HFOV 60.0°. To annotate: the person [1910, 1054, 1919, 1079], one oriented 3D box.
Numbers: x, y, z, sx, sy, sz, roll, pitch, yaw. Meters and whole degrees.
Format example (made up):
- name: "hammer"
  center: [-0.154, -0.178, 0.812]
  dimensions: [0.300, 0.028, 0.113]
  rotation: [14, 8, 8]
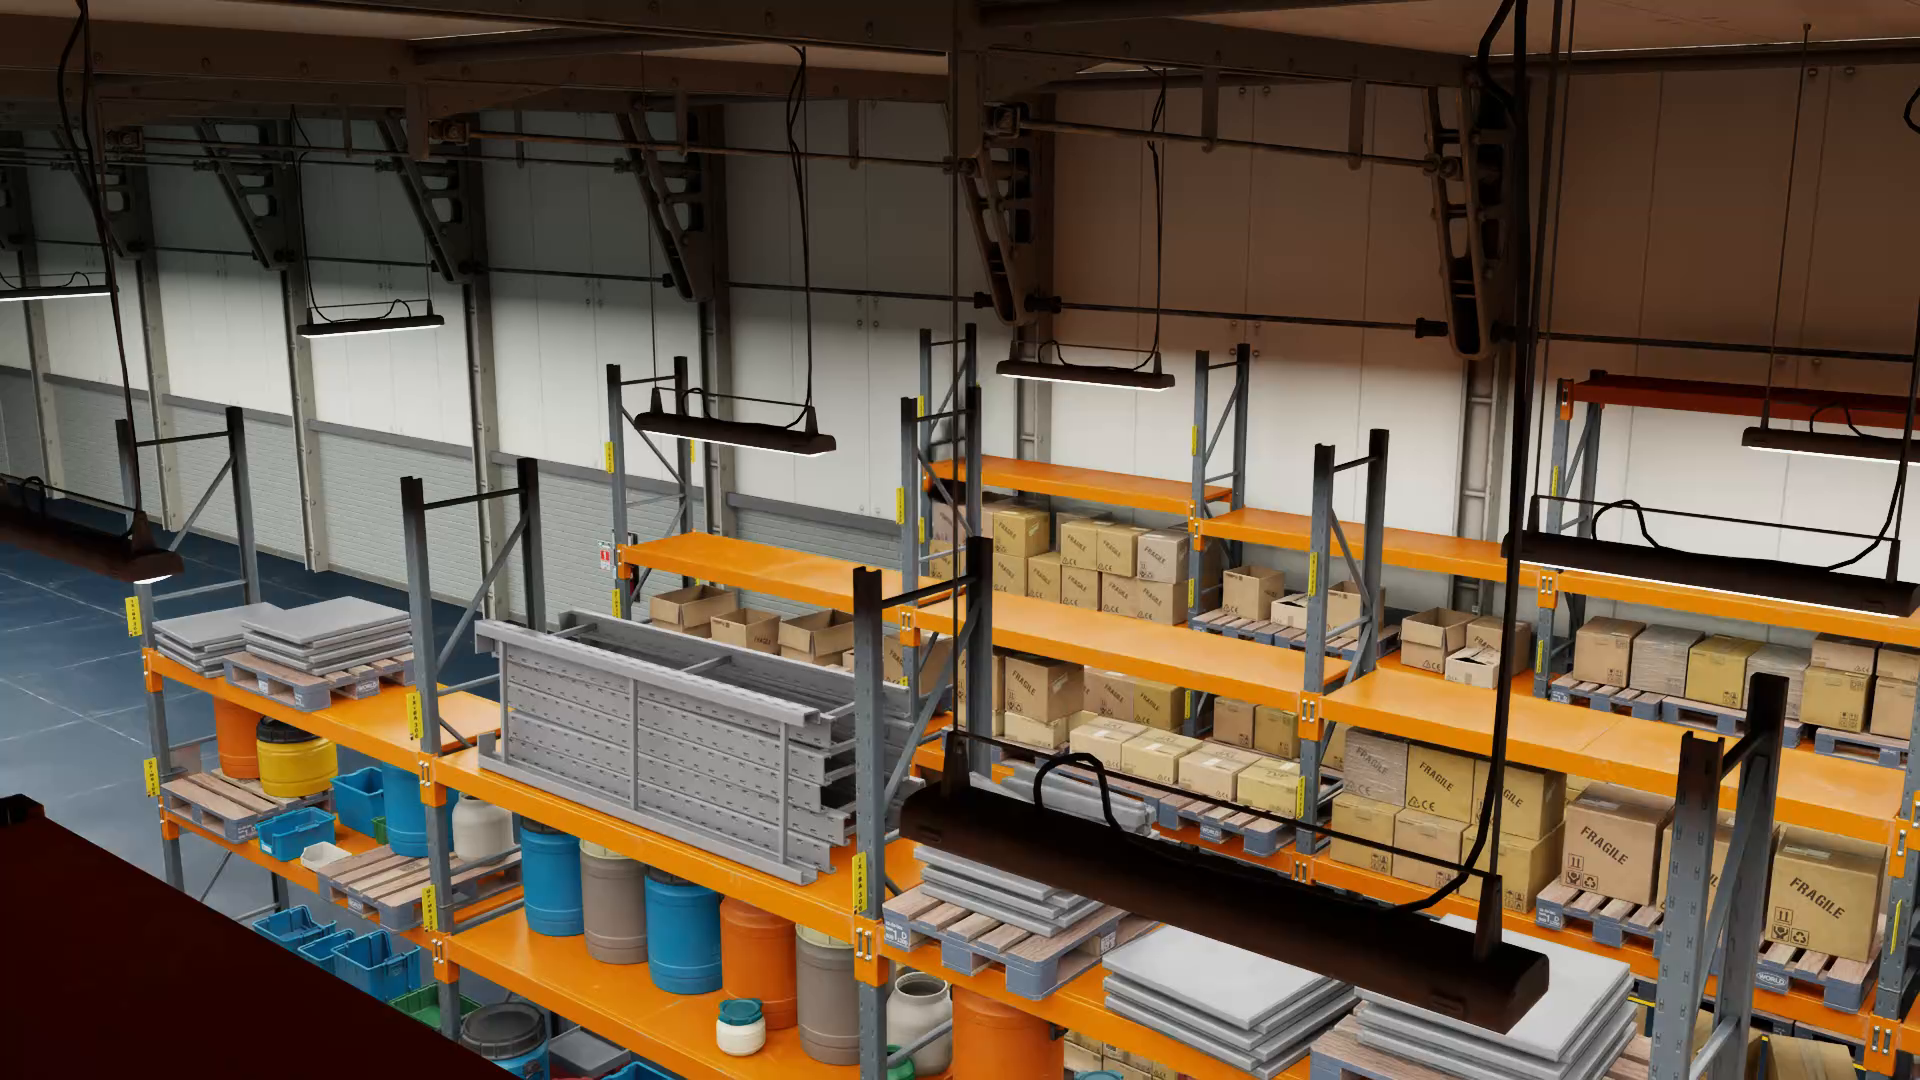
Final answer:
- name: "person"
  center: [7.150, 4.527, 12.200]
  dimensions: [1.135, 1.773, 0.658]
  rotation: [10, 16, 38]
